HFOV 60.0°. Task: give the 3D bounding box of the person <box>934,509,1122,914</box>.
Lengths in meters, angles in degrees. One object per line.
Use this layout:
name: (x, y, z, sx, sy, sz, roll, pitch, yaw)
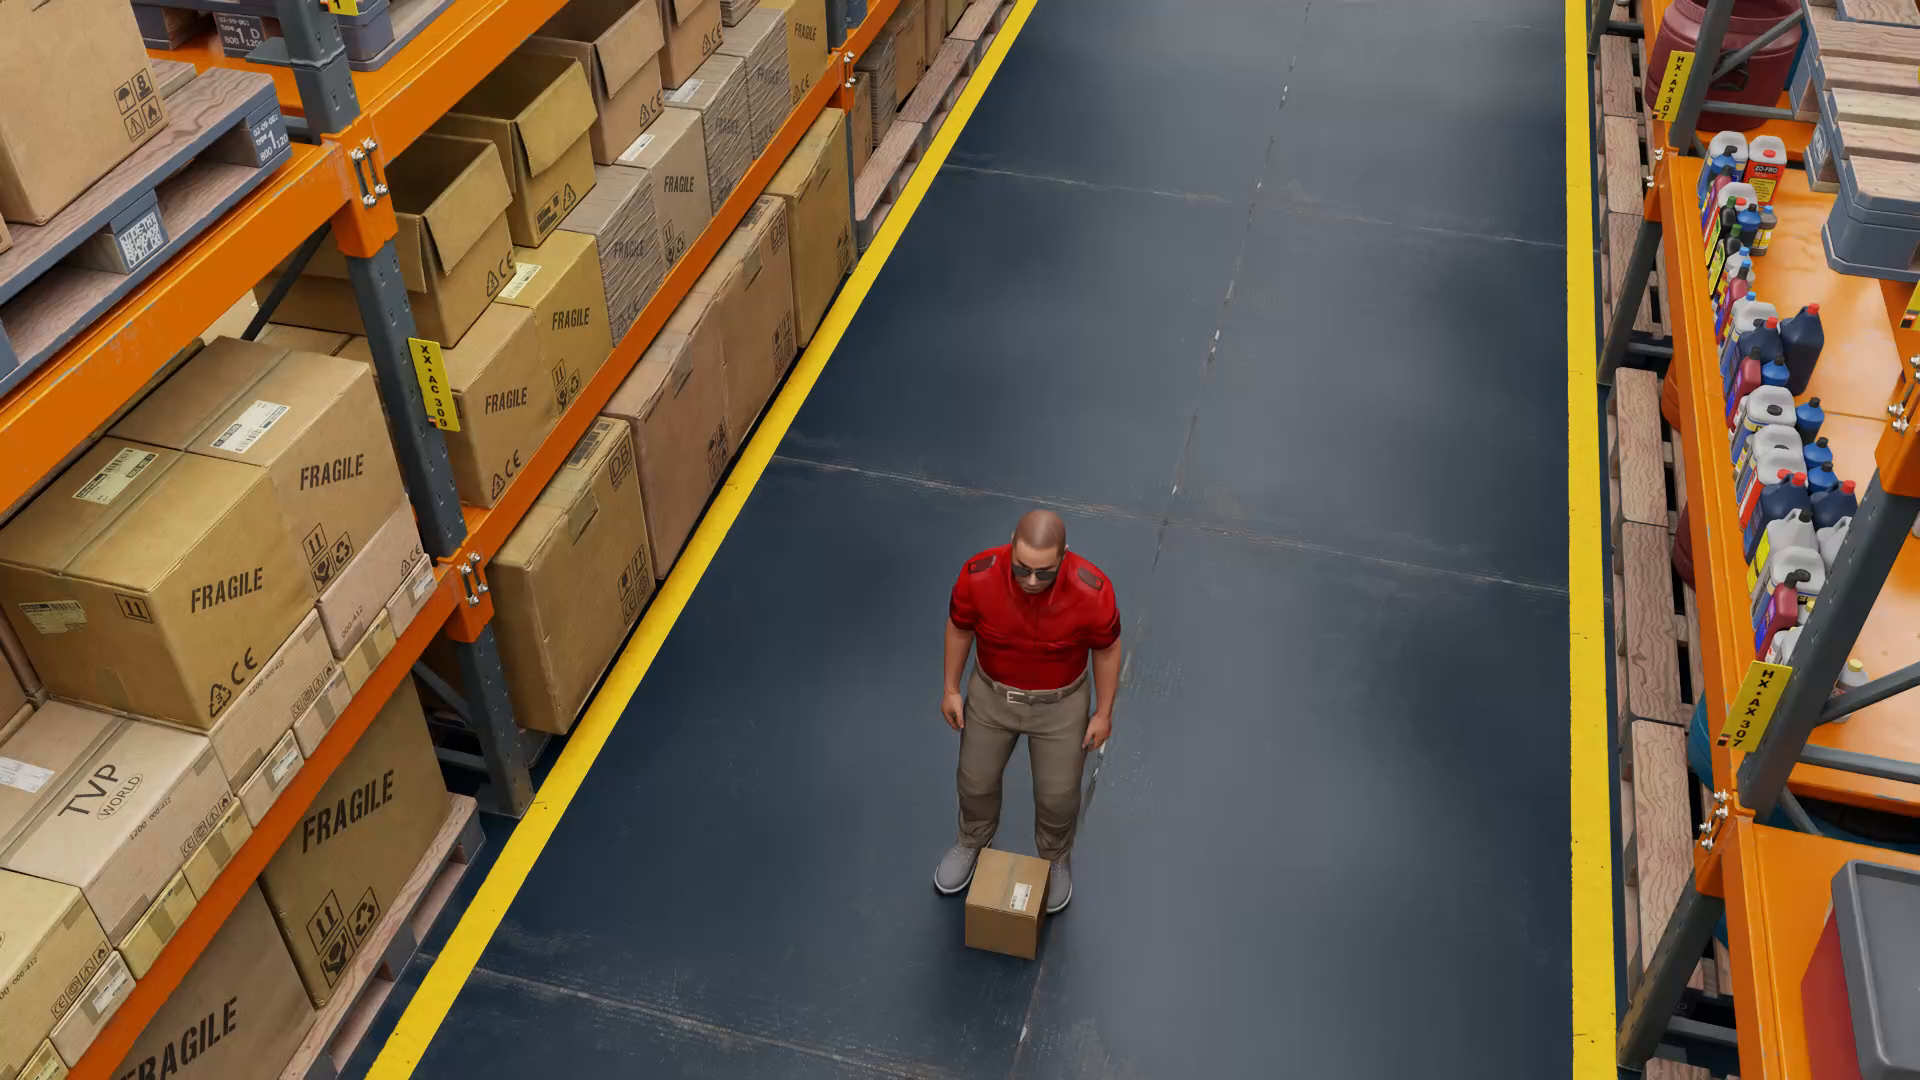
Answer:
person: (0.223, 0.545, 5.537, 0.591, 1.725, 0.393, 8, 41, 9)
